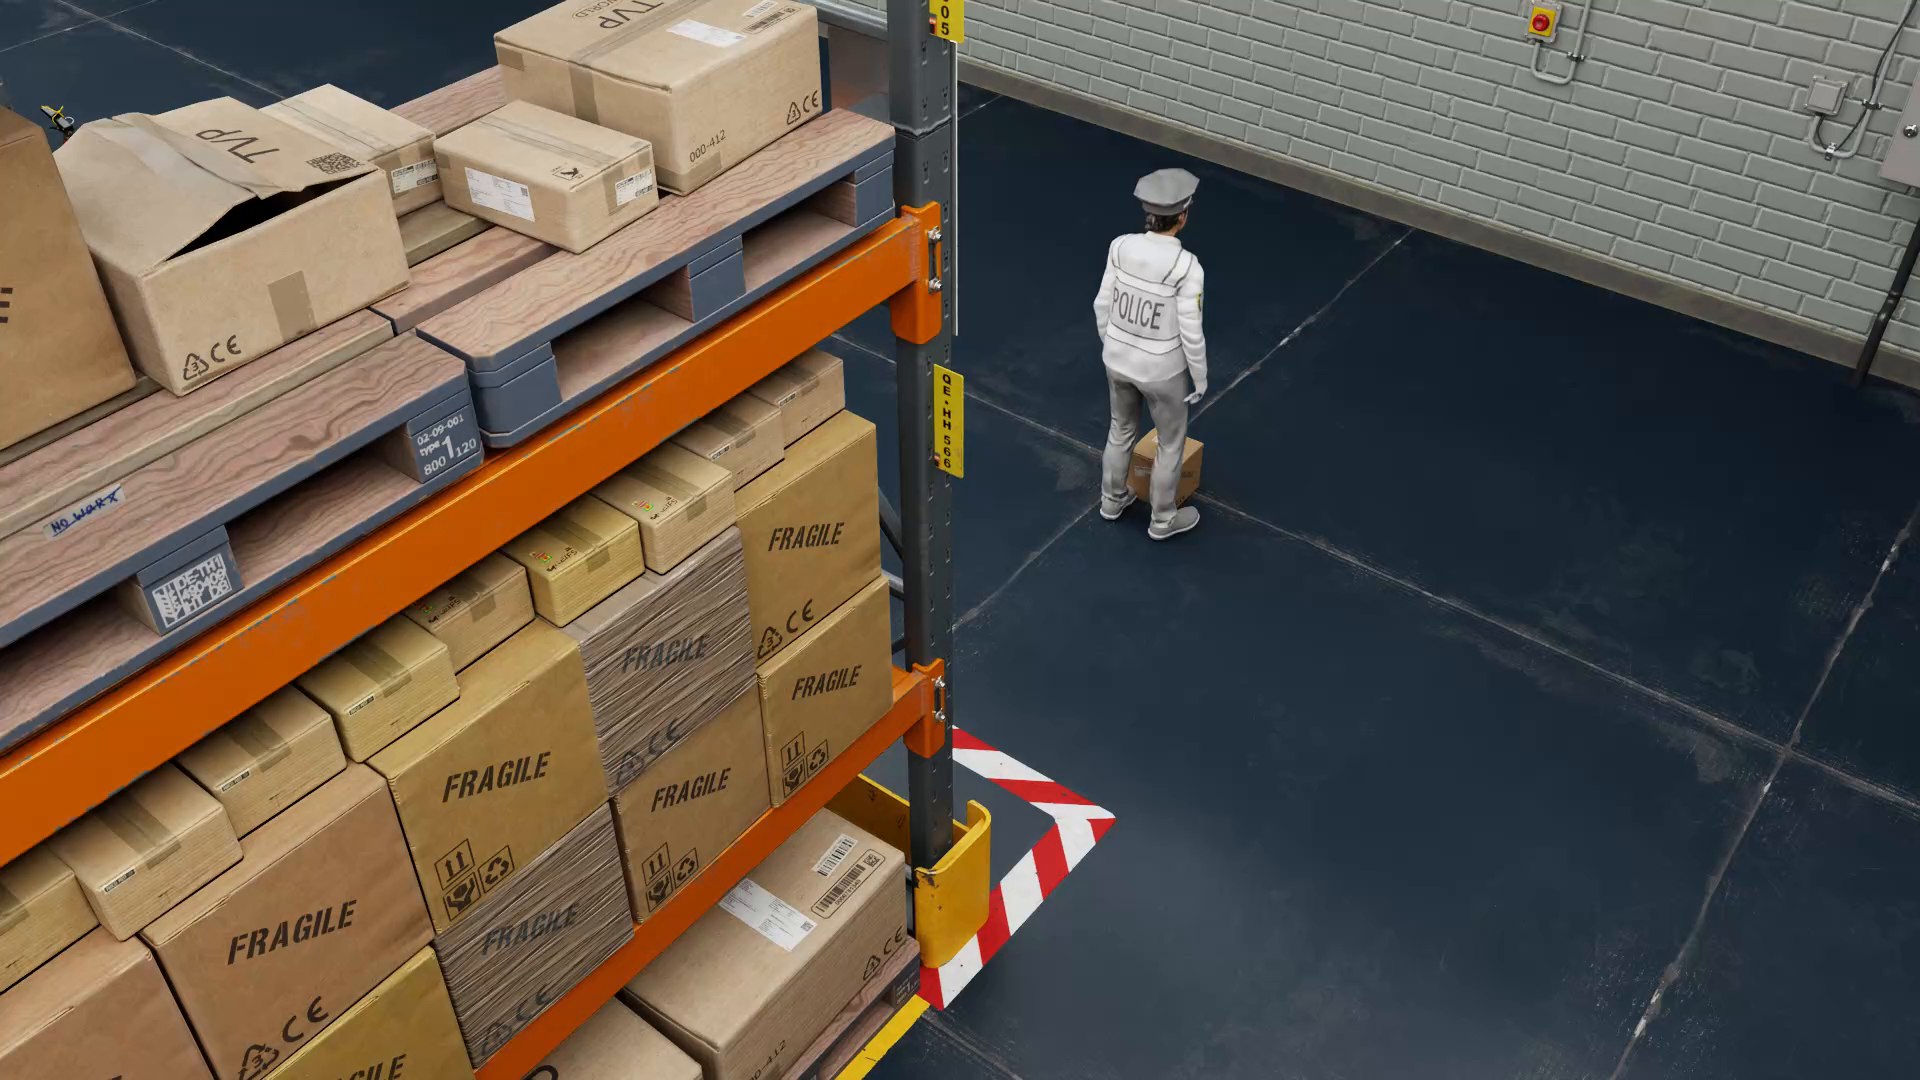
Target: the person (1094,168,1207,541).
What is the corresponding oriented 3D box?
[{"bbox_3d":[0.808,-0.753,7.077,0.530,1.663,0.371,26,46,28],"label":"person"}]
